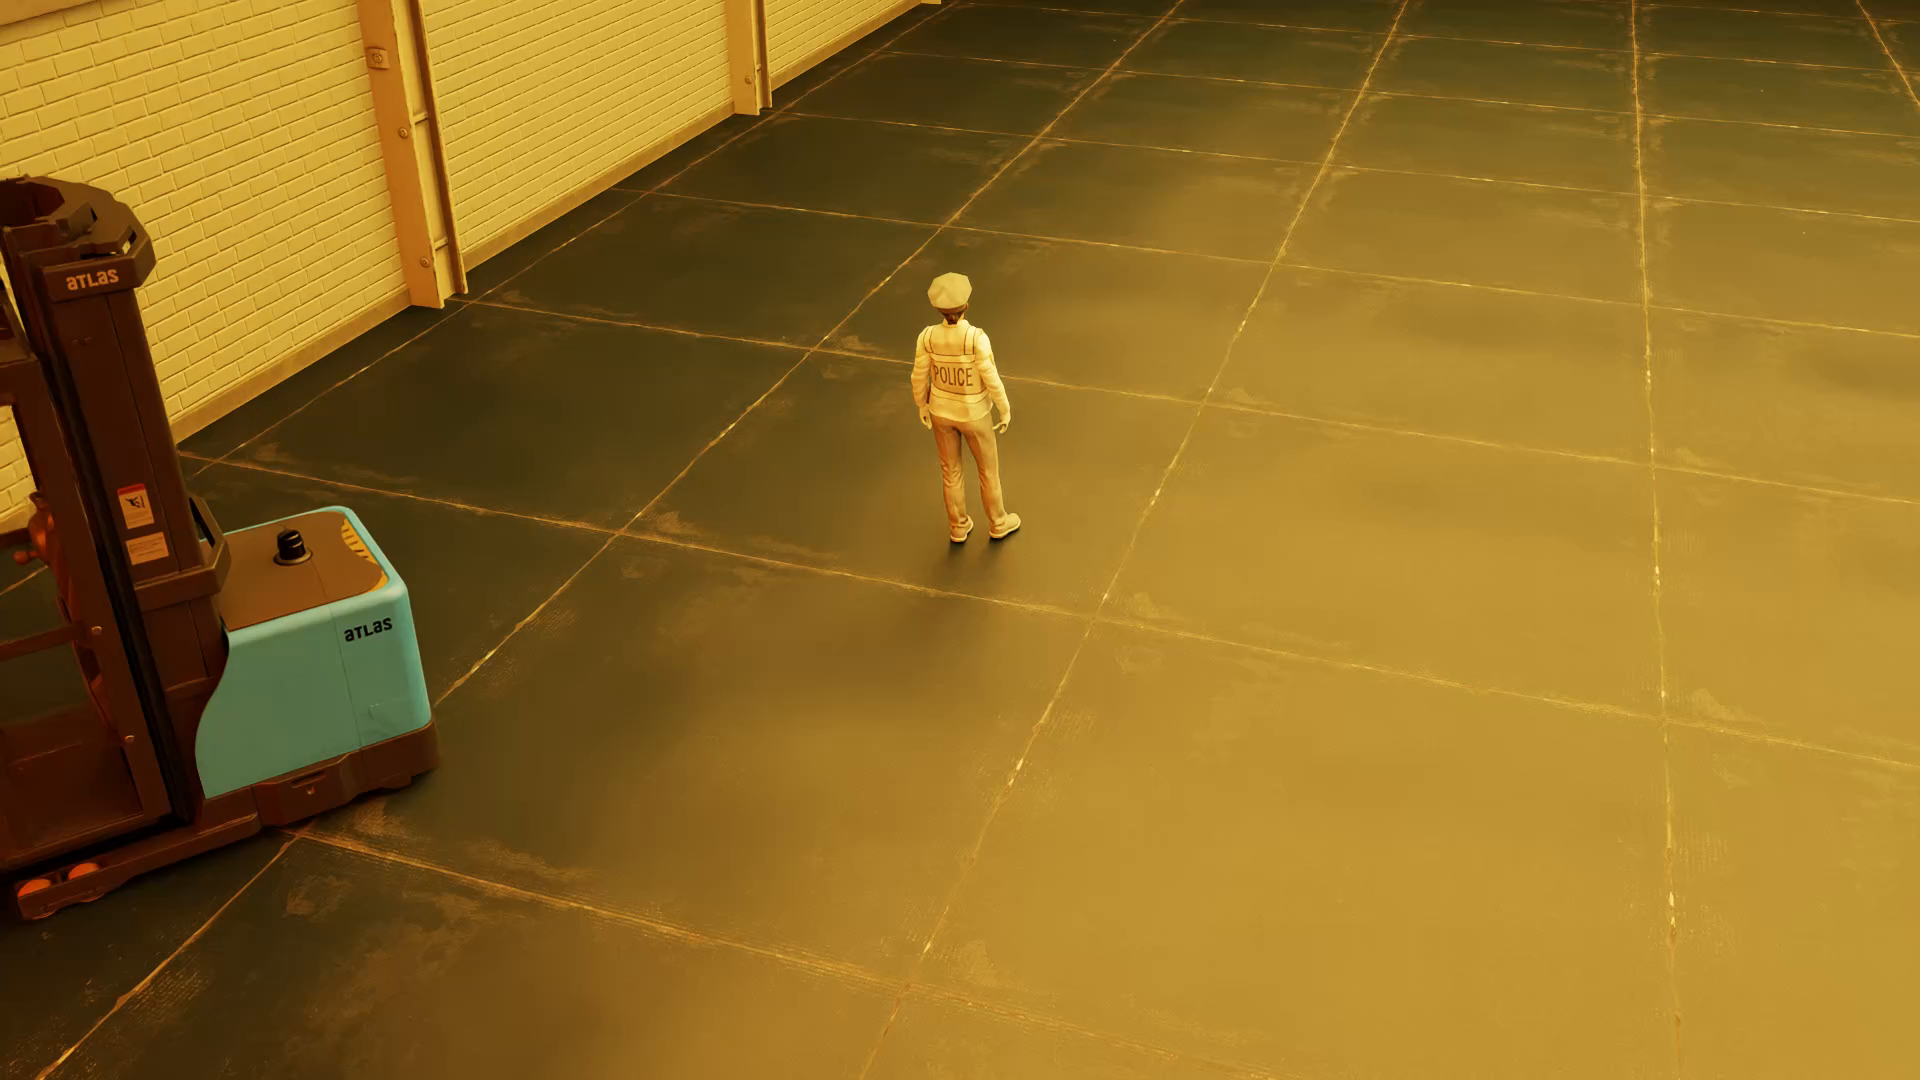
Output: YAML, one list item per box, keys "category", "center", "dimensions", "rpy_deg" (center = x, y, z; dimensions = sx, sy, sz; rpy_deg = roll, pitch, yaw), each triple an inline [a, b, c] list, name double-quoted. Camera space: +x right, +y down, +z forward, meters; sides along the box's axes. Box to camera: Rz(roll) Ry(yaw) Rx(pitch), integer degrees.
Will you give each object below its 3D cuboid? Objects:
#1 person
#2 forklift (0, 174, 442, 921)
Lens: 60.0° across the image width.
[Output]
- category: "person"
  center: [0.028, -0.773, 9.726]
  dimensions: [0.587, 1.696, 0.534]
  rpy_deg: [10, 31, 16]
- category: "forklift"
  center: [-4.031, 0.069, 7.015]
  dimensions: [3.031, 2.935, 1.130]
  rpy_deg: [-18, 34, -29]
